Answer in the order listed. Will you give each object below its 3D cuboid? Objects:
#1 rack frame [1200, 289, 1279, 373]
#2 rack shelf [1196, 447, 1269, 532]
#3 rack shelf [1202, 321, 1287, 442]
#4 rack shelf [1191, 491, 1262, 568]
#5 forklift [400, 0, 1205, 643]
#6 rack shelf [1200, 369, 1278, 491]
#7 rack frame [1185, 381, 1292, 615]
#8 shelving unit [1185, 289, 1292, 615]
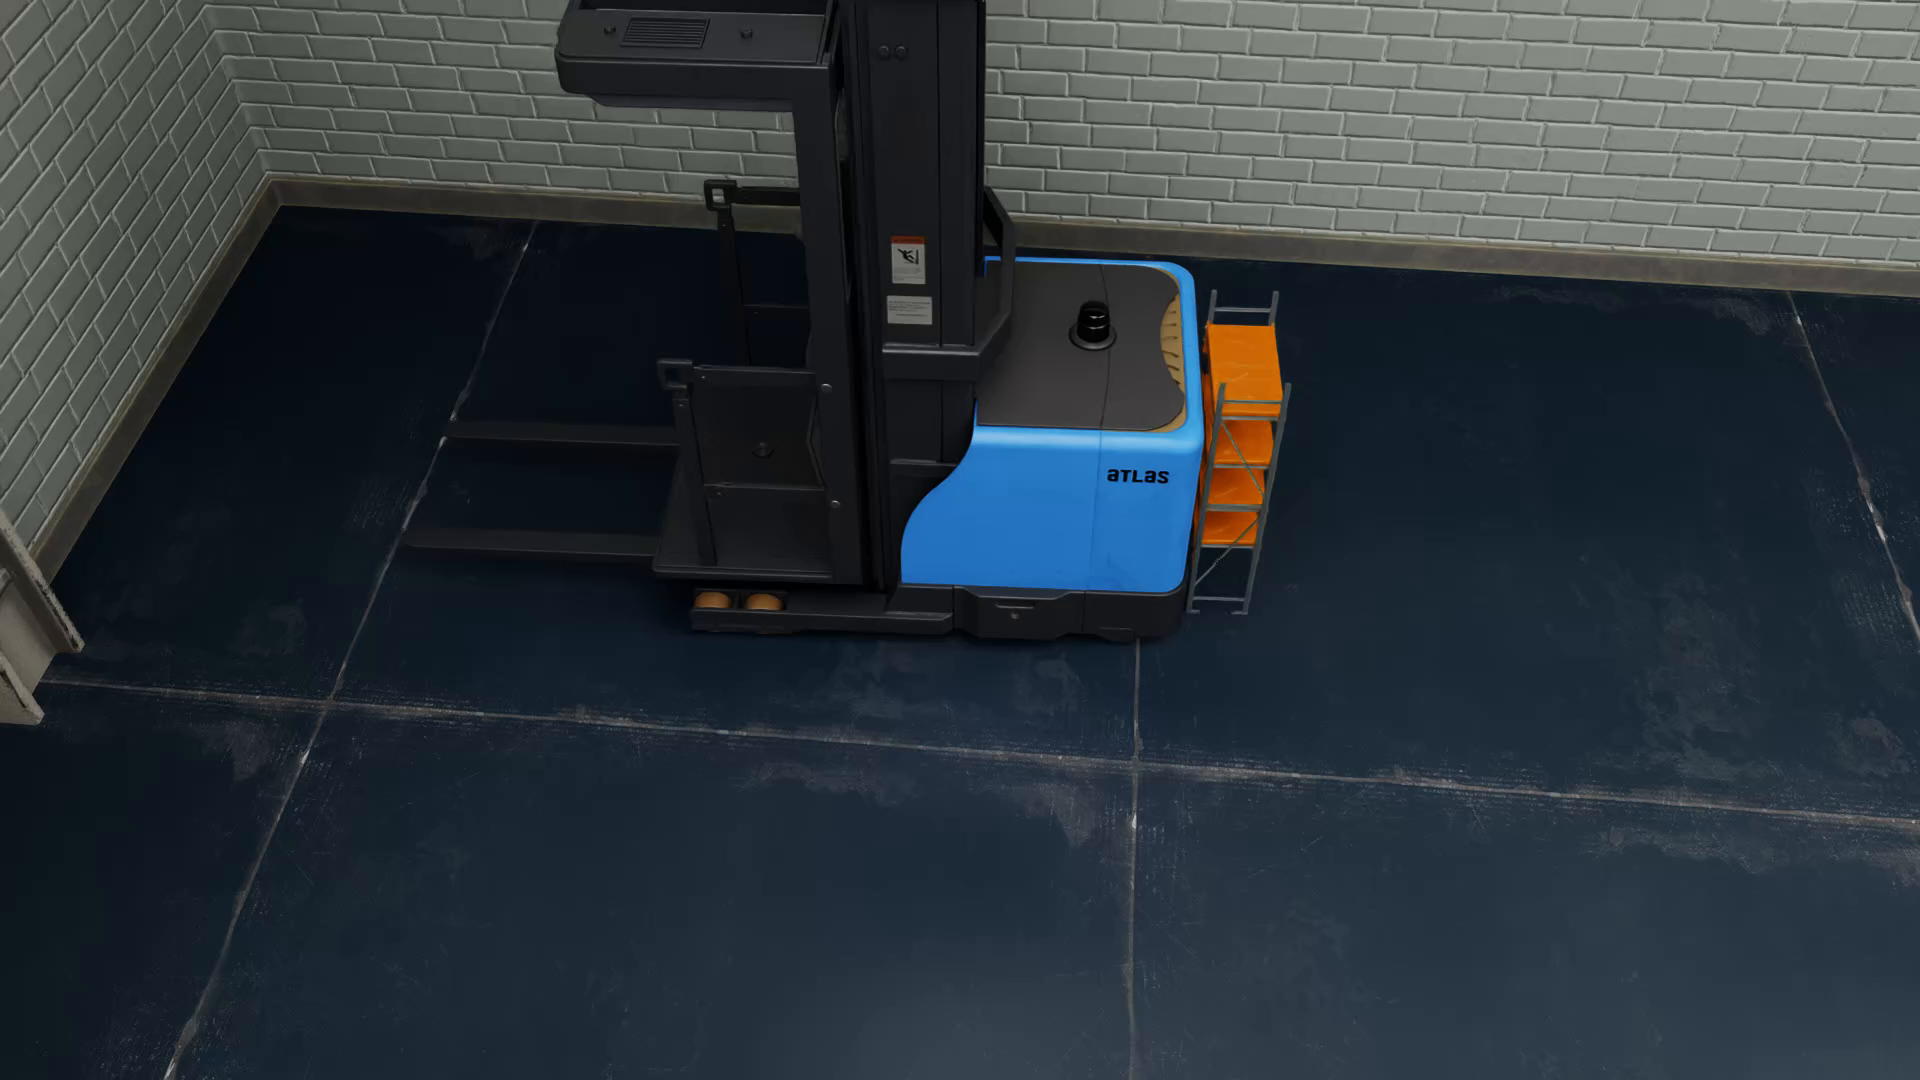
[{"bbox_3d":[1.020,-0.481,6.377,0.240,1.200,0.015,2,48,2],"label":"rack frame"},{"bbox_3d":[1.009,-0.256,6.262,0.258,0.148,0.480,2,48,2],"label":"rack shelf"},{"bbox_3d":[1.008,-0.567,5.922,0.258,0.148,0.480,2,48,2],"label":"rack shelf"},{"bbox_3d":[1.010,-0.122,6.408,0.258,0.148,0.480,2,48,2],"label":"rack shelf"},{"bbox_3d":[-0.642,-1.014,5.692,3.031,2.935,1.130,2,48,2],"label":"forklift"},{"bbox_3d":[1.009,-0.407,6.097,0.258,0.148,0.480,2,48,2],"label":"rack shelf"},{"bbox_3d":[0.998,-0.122,6.048,0.240,1.200,0.015,2,48,2],"label":"rack frame"},{"bbox_3d":[1.009,-0.302,6.212,0.258,1.200,0.503,2,48,2],"label":"shelving unit"}]
